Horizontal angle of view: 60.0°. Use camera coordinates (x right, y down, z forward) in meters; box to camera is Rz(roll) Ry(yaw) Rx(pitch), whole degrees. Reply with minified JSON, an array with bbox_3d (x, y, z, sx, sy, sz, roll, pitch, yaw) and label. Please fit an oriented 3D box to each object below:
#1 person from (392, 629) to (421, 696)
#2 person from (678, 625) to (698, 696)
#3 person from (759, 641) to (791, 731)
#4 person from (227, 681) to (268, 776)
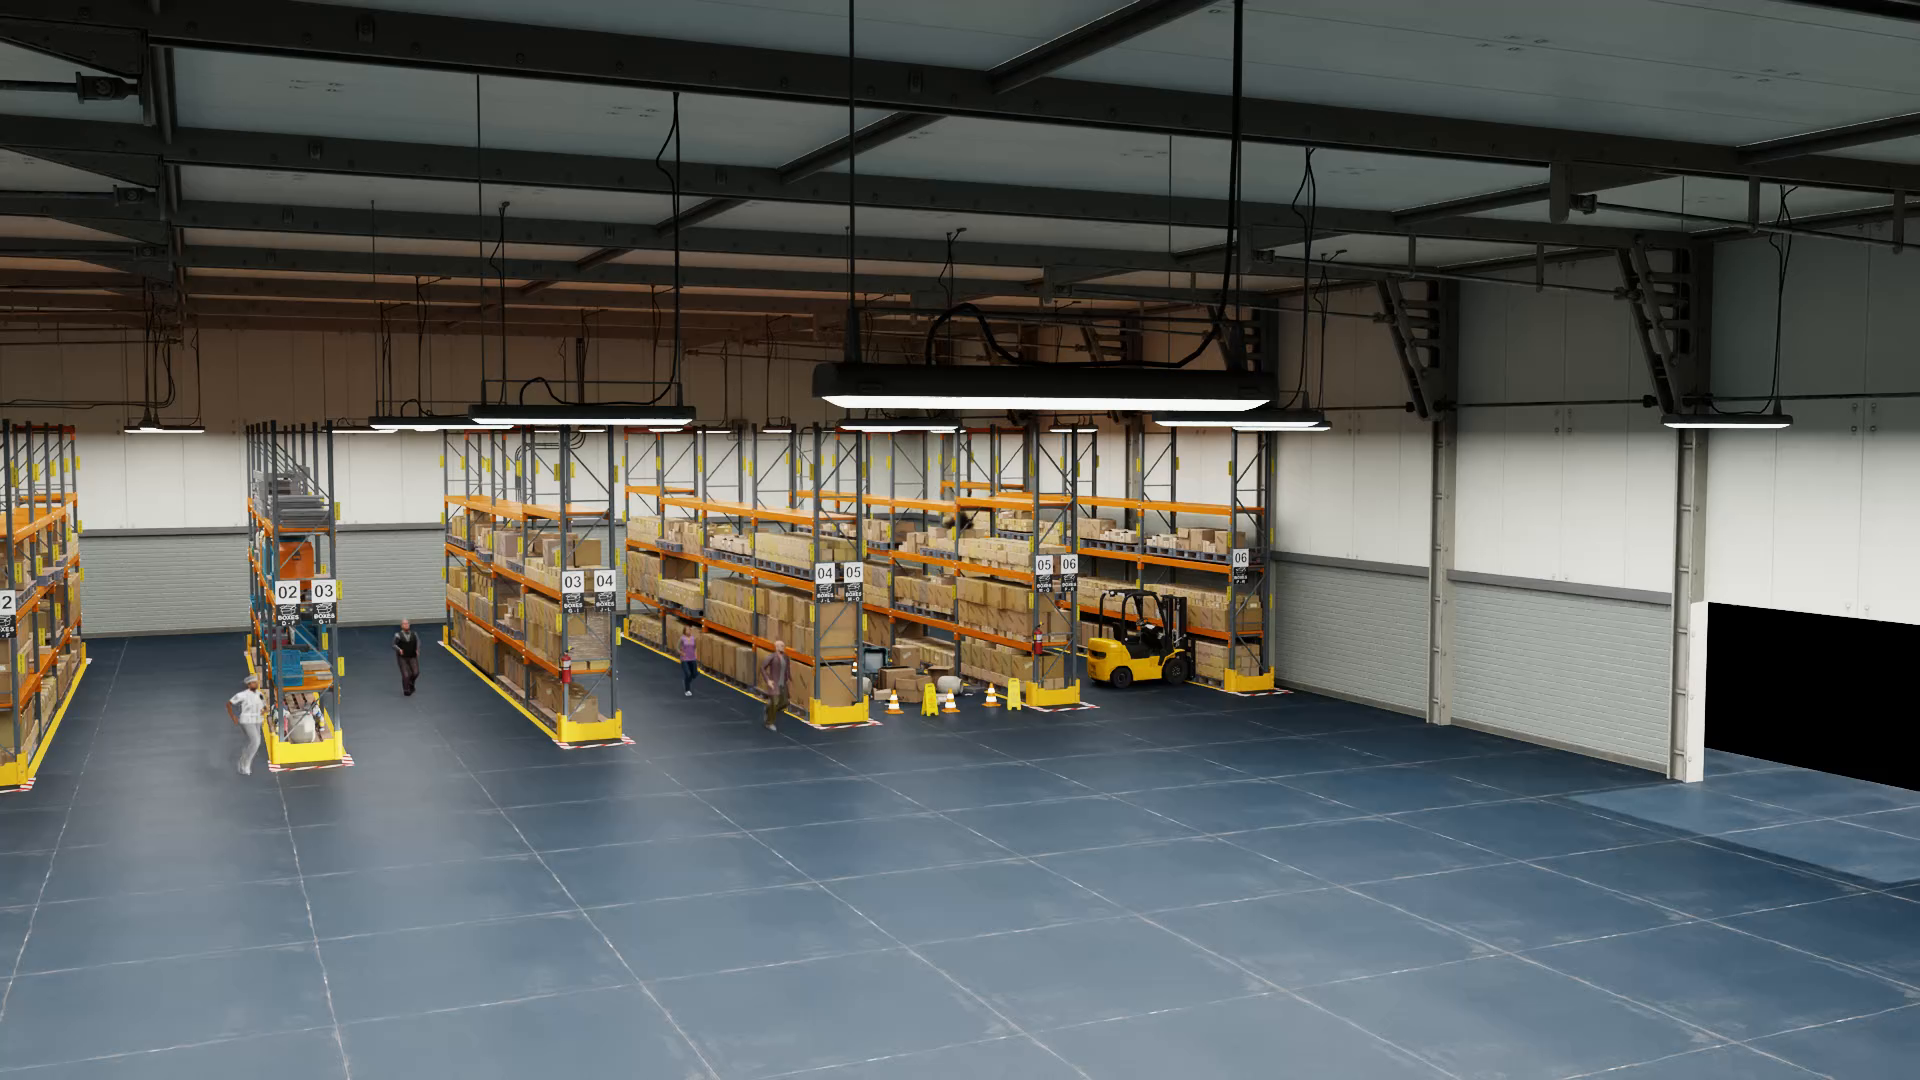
[{"bbox_3d":[-12.162,2.685,36.584,0.635,1.481,0.399,-2,4,-31],"label":"person"},{"bbox_3d":[-6.007,2.654,36.676,0.494,1.550,0.559,-2,4,-30],"label":"person"},{"bbox_3d":[-3.614,2.846,32.660,0.759,1.736,0.612,-3,5,-44],"label":"person"},{"bbox_3d":[-12.015,3.152,28.235,0.594,1.641,0.598,1,4,21],"label":"person"}]
